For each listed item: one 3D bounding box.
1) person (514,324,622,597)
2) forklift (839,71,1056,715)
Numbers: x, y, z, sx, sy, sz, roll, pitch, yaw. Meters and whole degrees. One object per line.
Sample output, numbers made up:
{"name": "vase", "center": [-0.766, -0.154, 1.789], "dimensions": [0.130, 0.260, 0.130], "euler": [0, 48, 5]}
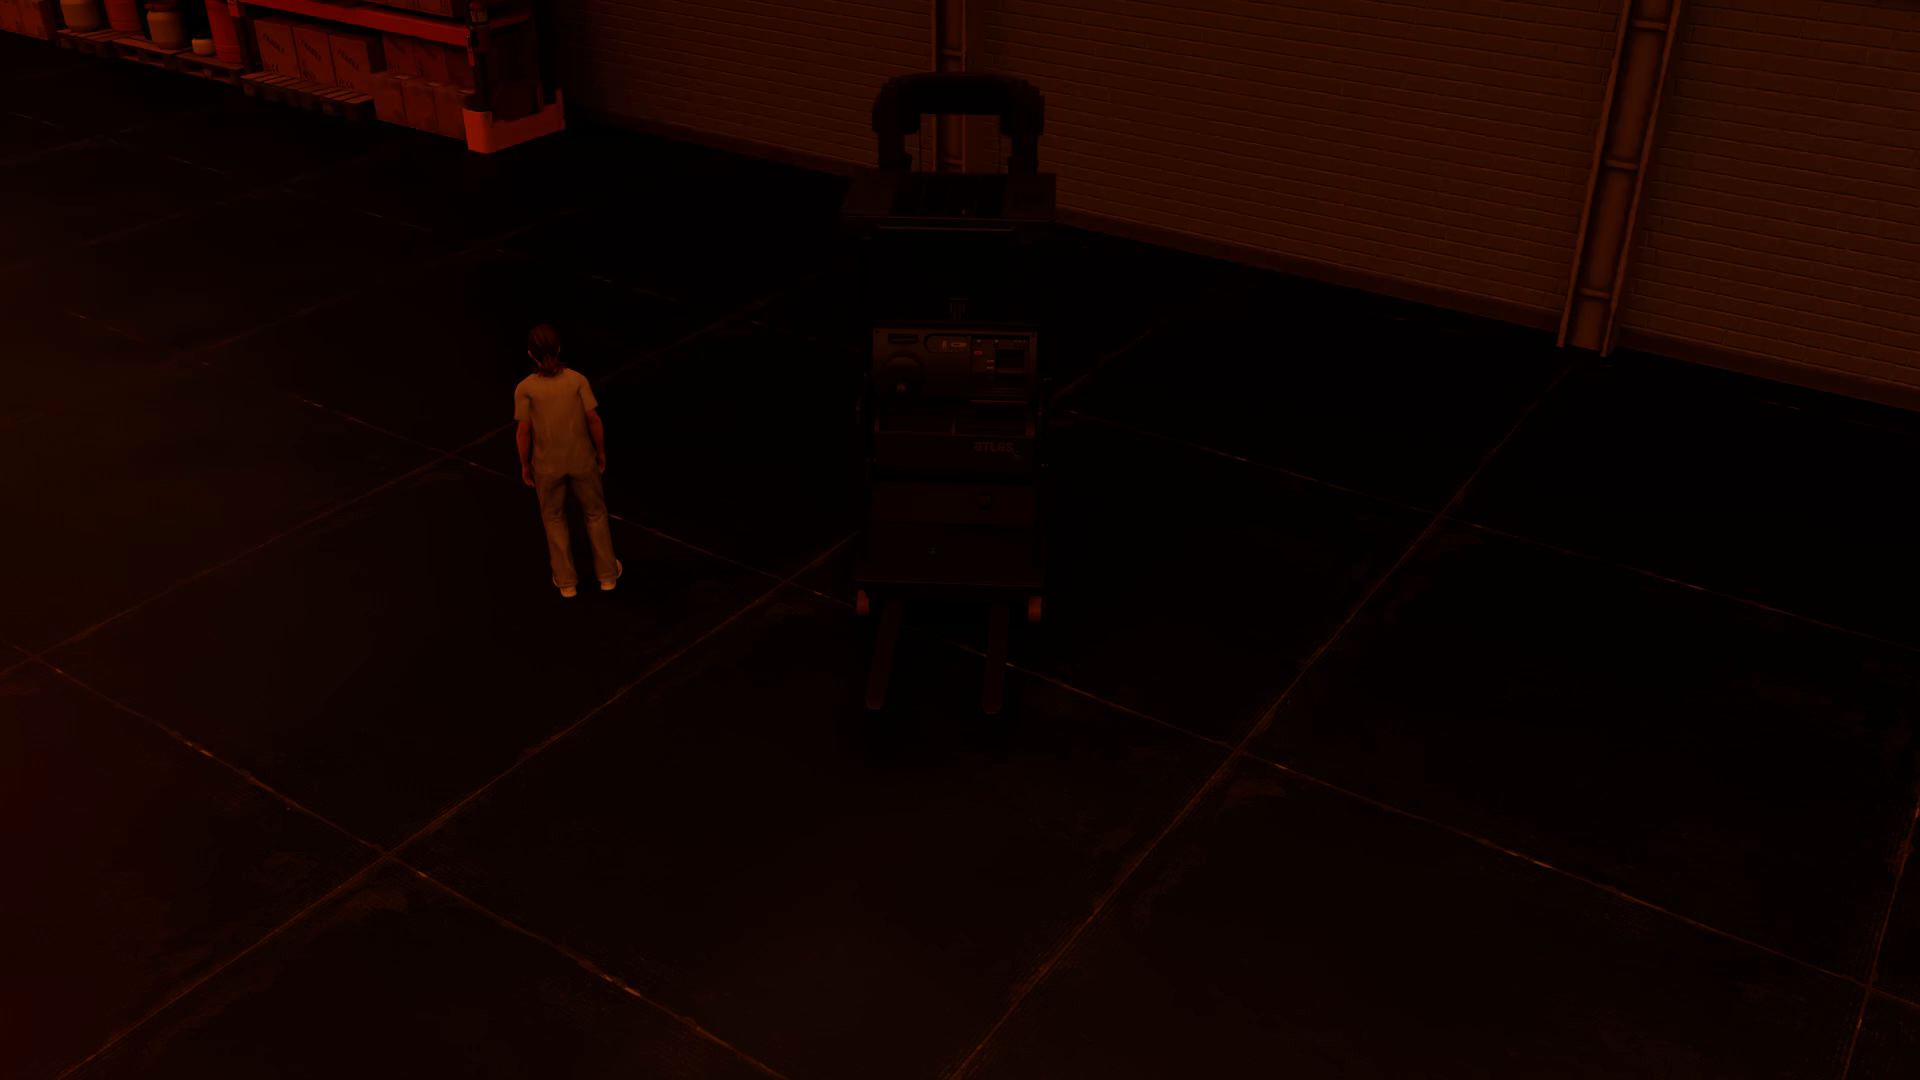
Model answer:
{"name": "person", "center": [-2.278, -0.447, 9.606], "dimensions": [0.516, 1.671, 0.359], "euler": [-9, 31, -16]}
{"name": "forklift", "center": [-0.042, -0.954, 9.224], "dimensions": [1.130, 2.935, 3.031], "euler": [2, 30, 3]}
